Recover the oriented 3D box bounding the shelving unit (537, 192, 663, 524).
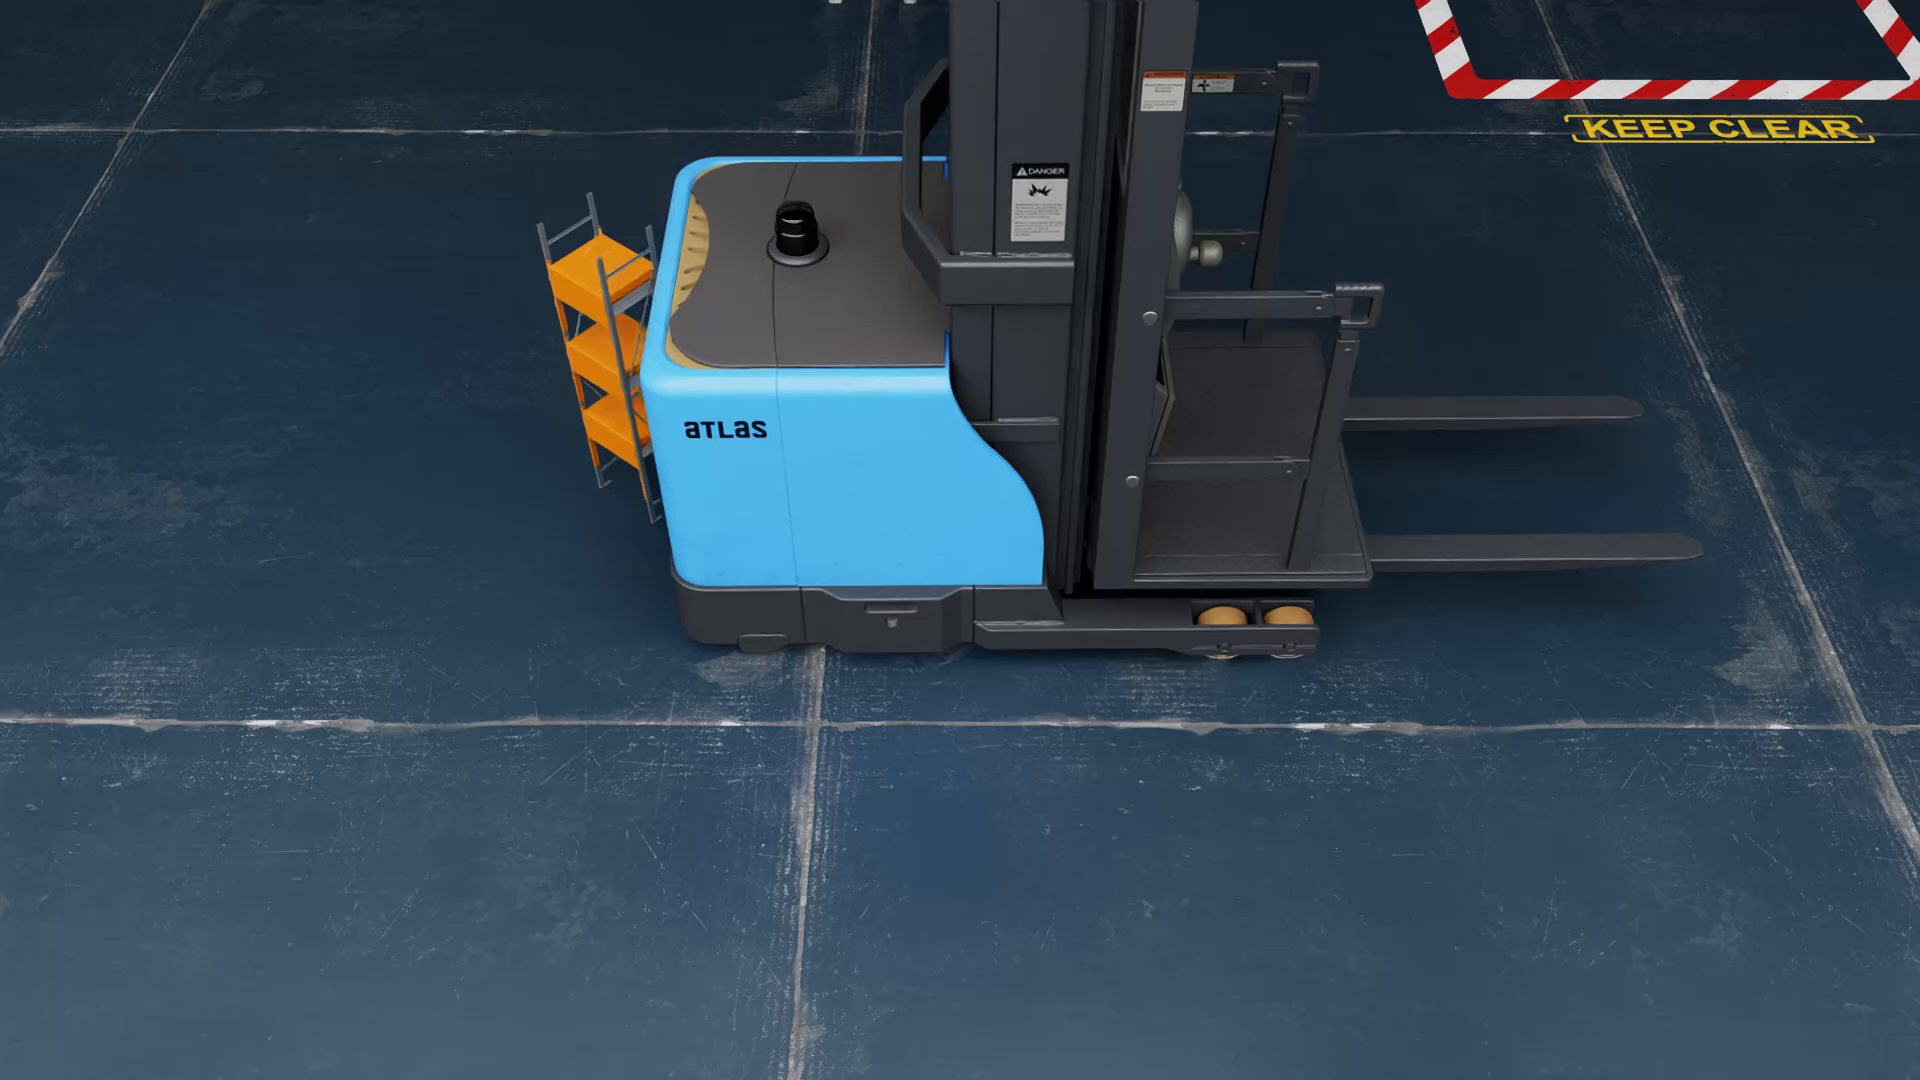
[{"bbox_3d":[-1.015,-0.521,5.016,0.252,1.050,0.215,31,55,26],"label":"shelving unit"}]

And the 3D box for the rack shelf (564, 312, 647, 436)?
[{"bbox_3d":[-1.015,-0.514,5.024,0.240,0.259,0.215,31,55,26],"label":"rack shelf"}]

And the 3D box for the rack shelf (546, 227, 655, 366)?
[{"bbox_3d":[-1.017,-0.706,4.815,0.240,0.259,0.215,31,55,26],"label":"rack shelf"}]

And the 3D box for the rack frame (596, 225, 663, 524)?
[{"bbox_3d":[-0.921,-0.464,4.963,0.008,1.050,0.200,31,55,26],"label":"rack frame"}]

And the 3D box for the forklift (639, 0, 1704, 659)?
[{"bbox_3d":[0.681,-1.038,4.213,3.031,2.935,1.130,0,47,0],"label":"forklift"}]

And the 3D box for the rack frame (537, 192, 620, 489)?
[{"bbox_3d":[-1.109,-0.578,5.069,0.008,1.050,0.200,31,55,26],"label":"rack frame"}]

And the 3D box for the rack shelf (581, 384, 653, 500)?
[{"bbox_3d":[-1.013,-0.326,5.229,0.240,0.259,0.215,31,55,26],"label":"rack shelf"}]
